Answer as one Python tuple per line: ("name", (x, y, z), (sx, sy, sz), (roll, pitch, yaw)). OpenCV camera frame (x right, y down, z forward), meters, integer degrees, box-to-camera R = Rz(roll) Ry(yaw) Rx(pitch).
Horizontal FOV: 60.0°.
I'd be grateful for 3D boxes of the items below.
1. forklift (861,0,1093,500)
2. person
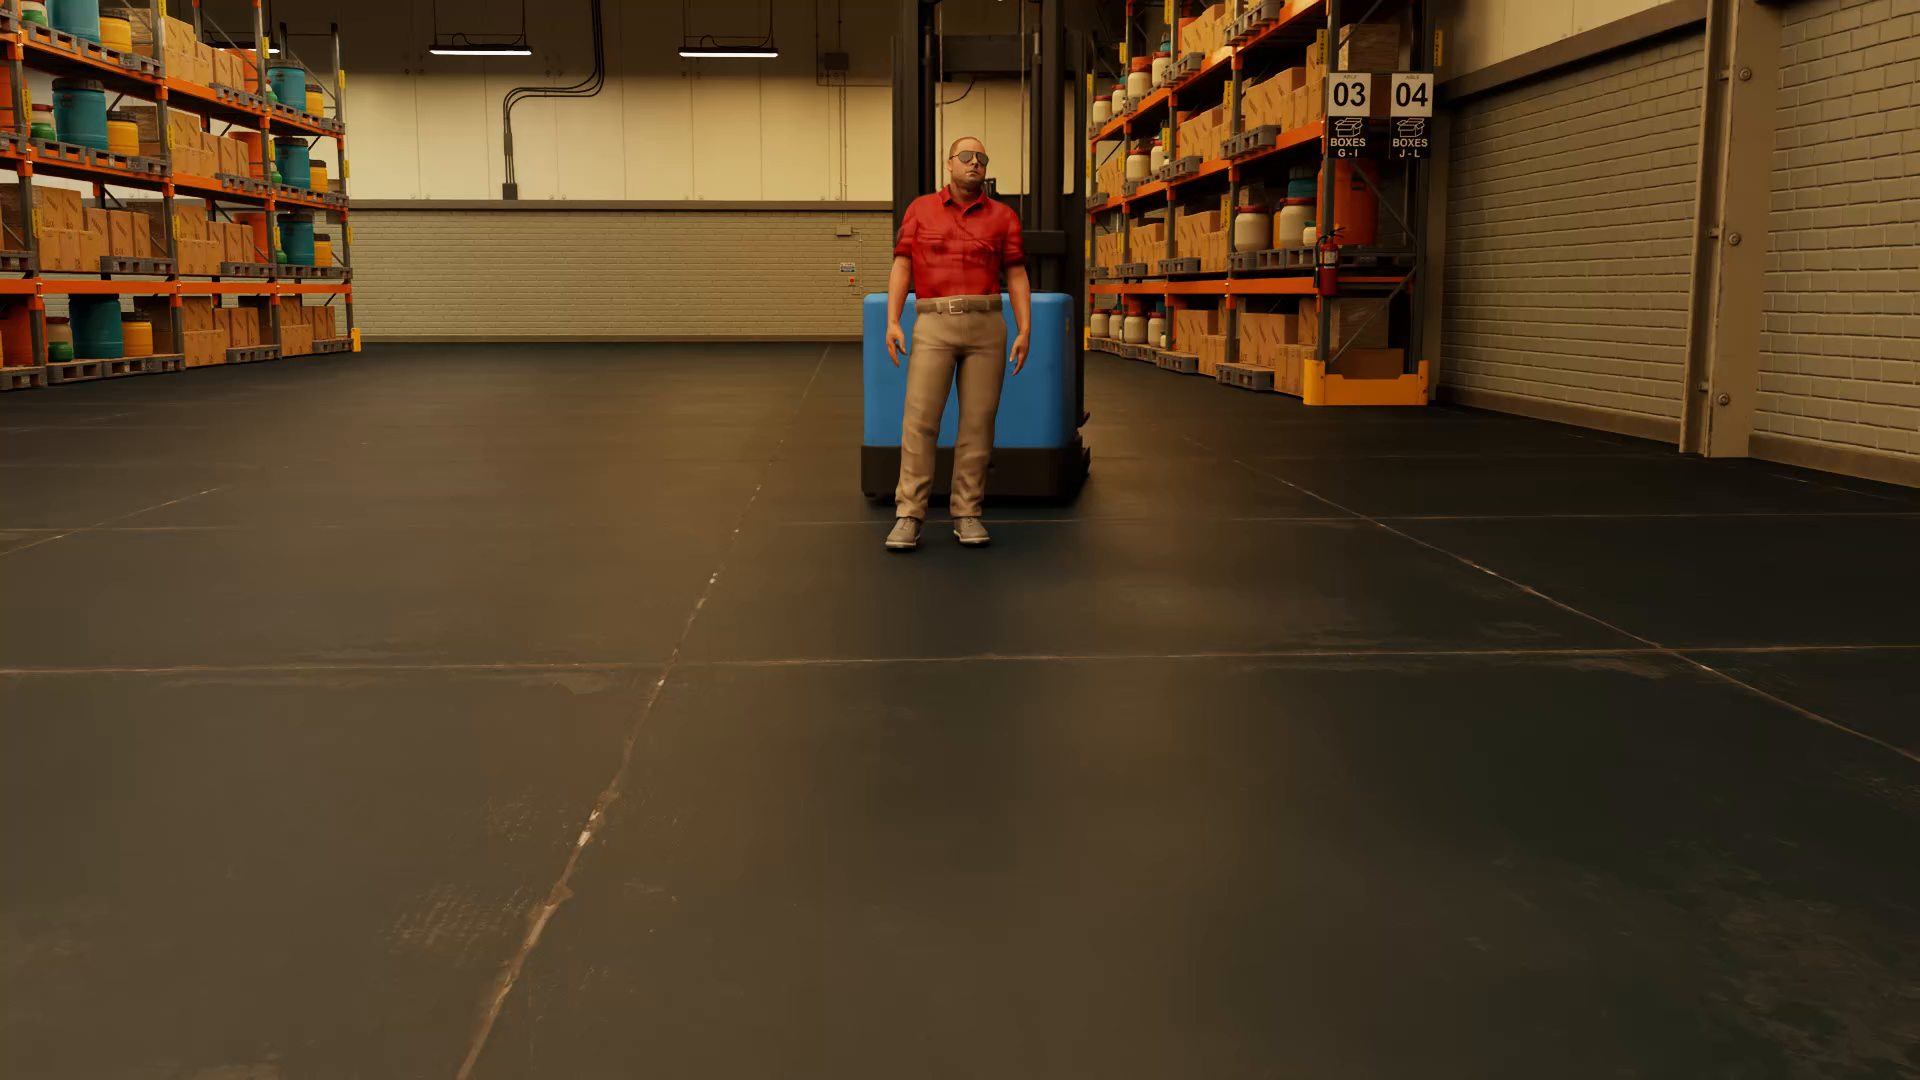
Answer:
("forklift", (0.195, -1.825, 9.625), (1.130, 2.935, 3.031), (1, 9, 7))
("person", (-0.006, -0.850, 7.092), (0.641, 1.727, 0.550), (-1, 8, -4))
